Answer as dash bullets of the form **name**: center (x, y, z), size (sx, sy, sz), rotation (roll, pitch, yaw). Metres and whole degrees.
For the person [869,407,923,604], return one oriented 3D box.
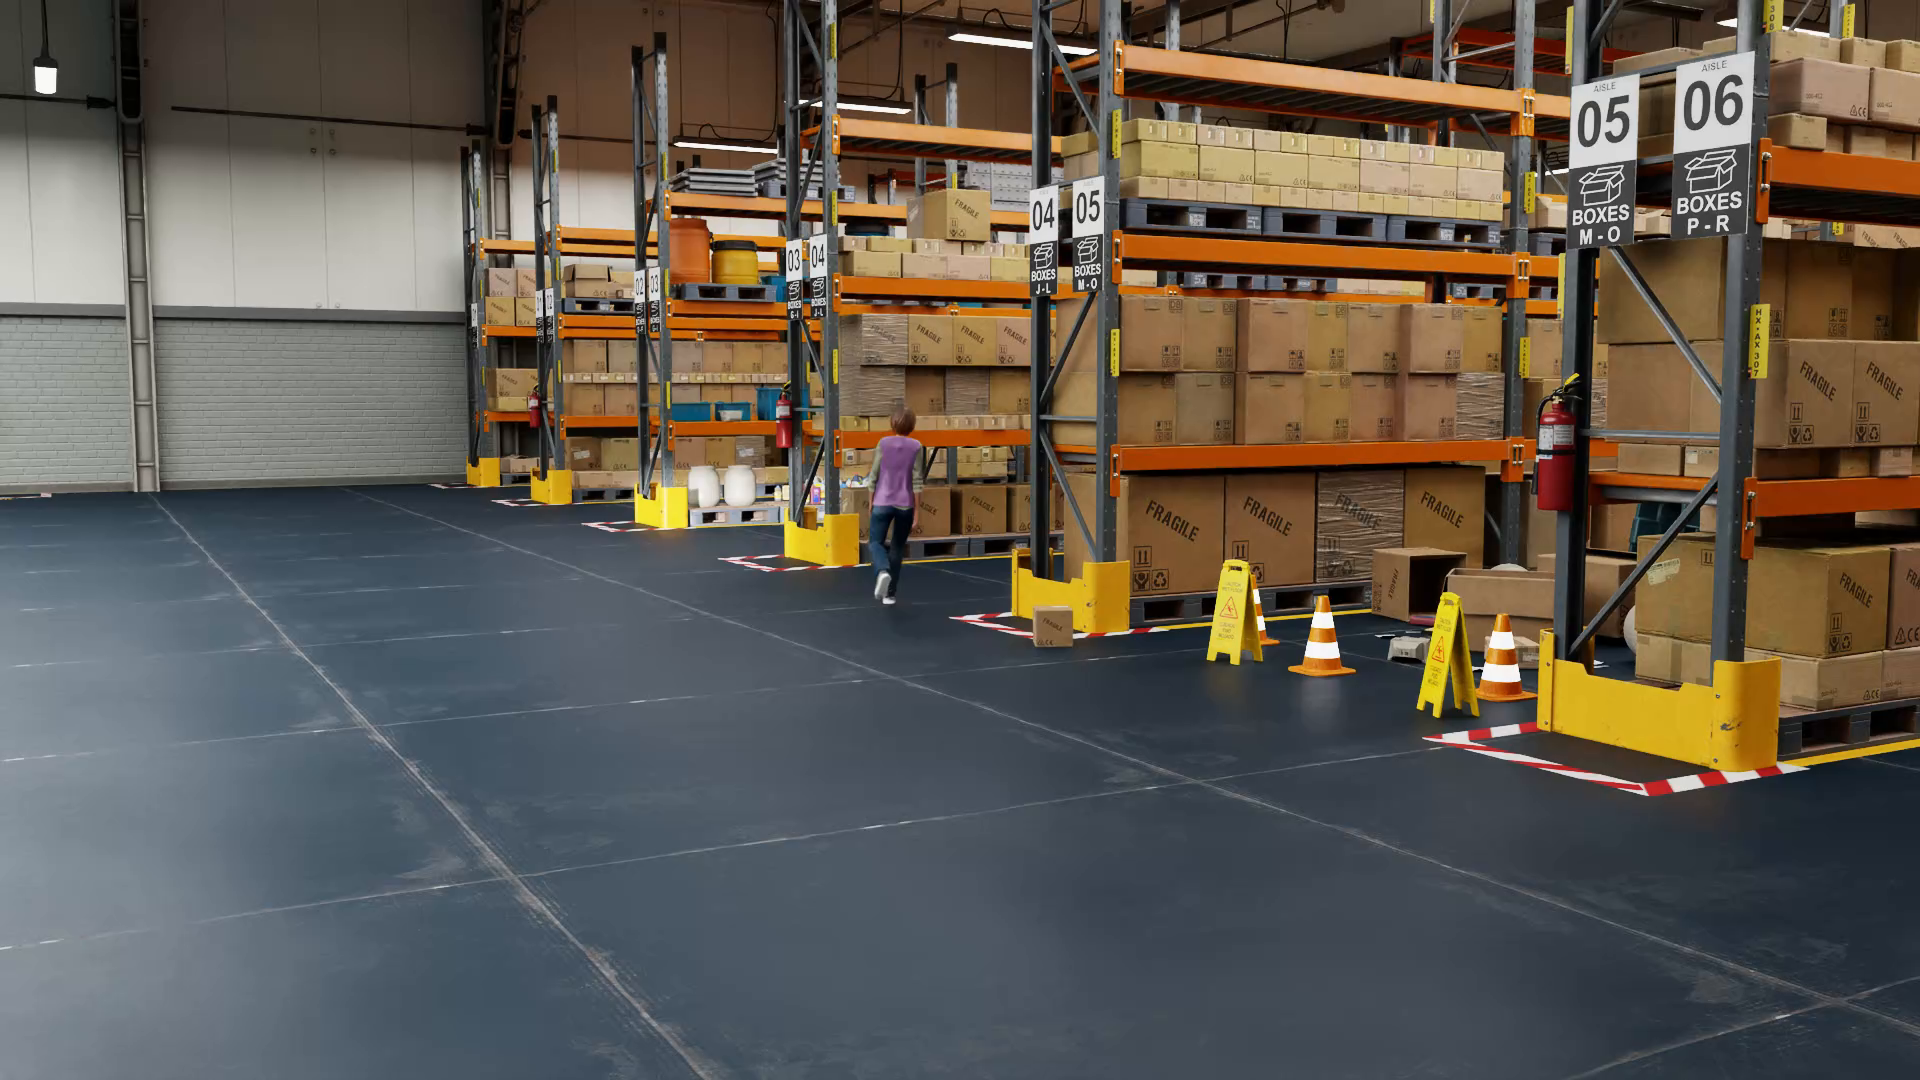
- **person**: center (-0.498, -0.246, 12.971), size (0.425, 1.554, 0.725), rotation (-1, 5, -6)
